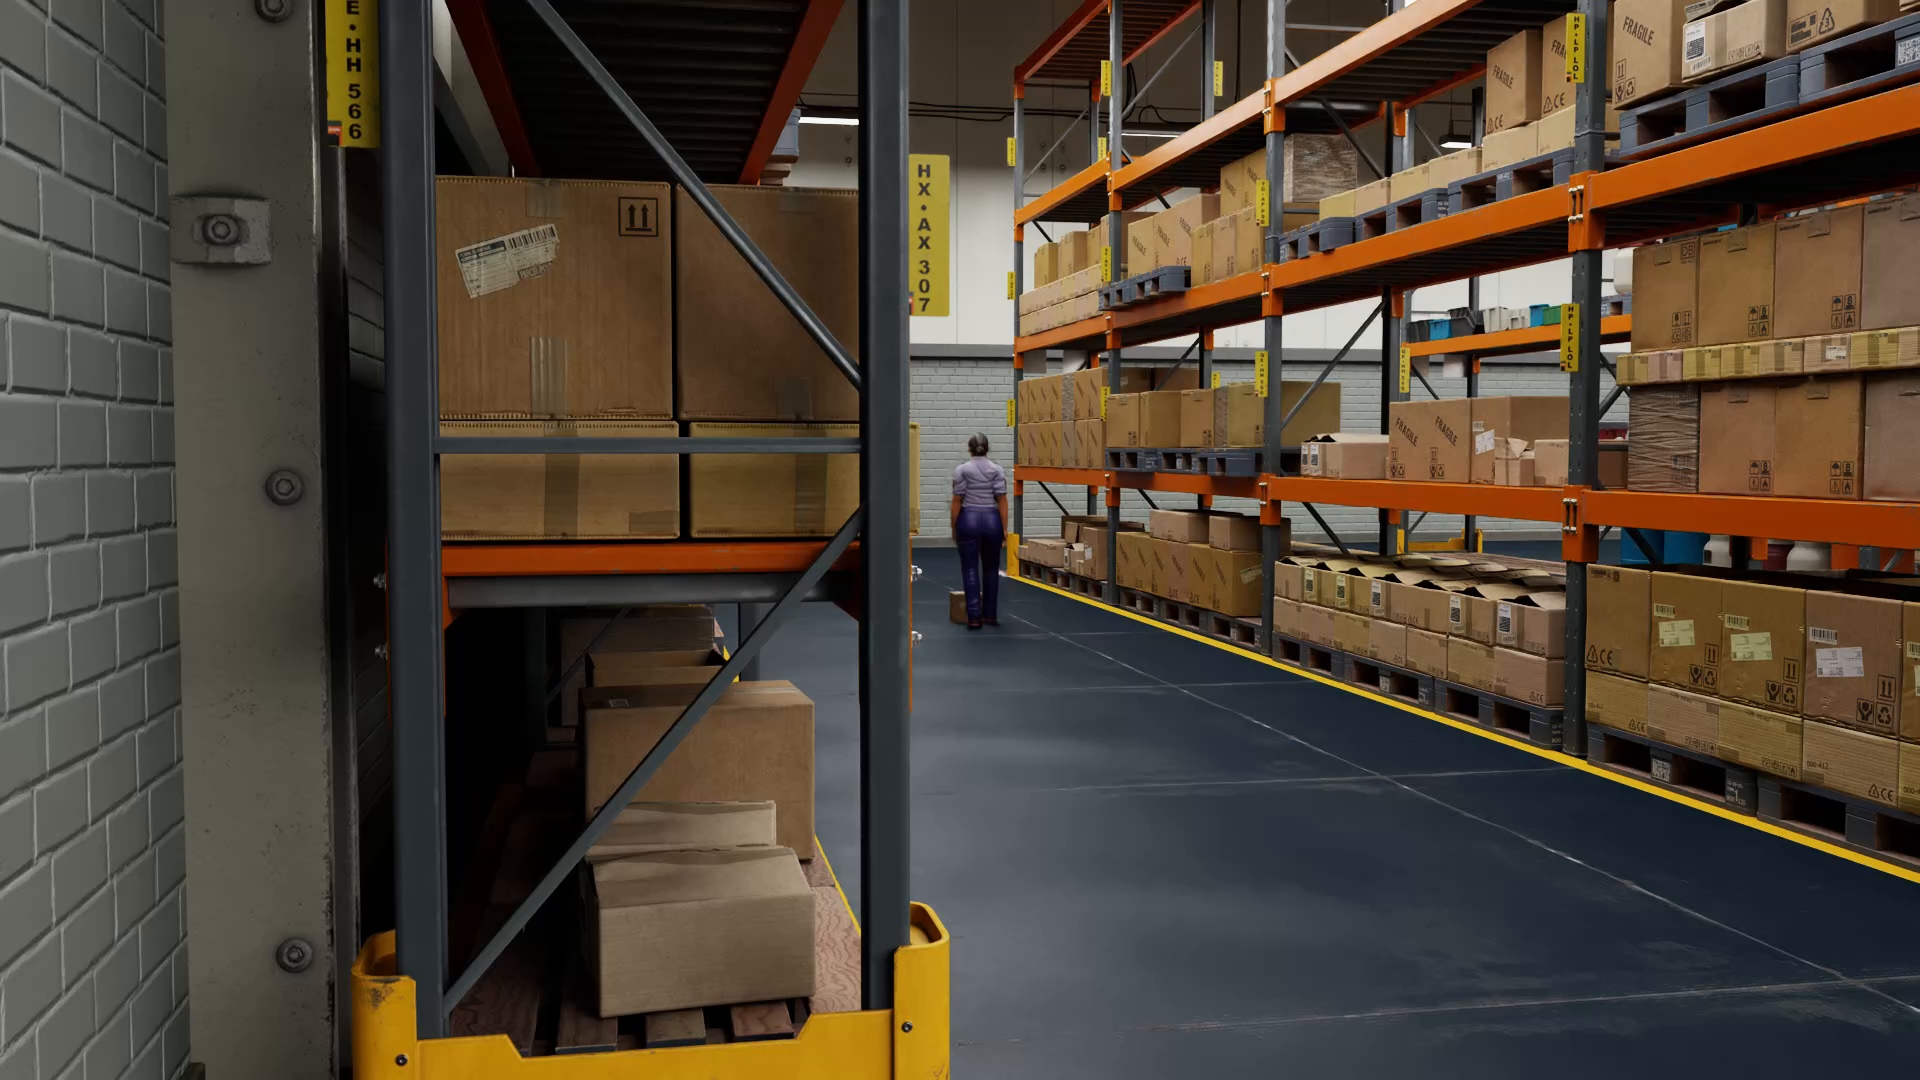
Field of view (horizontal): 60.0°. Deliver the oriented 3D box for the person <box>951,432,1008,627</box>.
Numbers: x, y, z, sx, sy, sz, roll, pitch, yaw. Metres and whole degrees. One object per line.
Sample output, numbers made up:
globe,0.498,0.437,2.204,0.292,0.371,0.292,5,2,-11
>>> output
person,0.130,-0.095,14.133,0.477,1.635,0.658,-1,3,-12
